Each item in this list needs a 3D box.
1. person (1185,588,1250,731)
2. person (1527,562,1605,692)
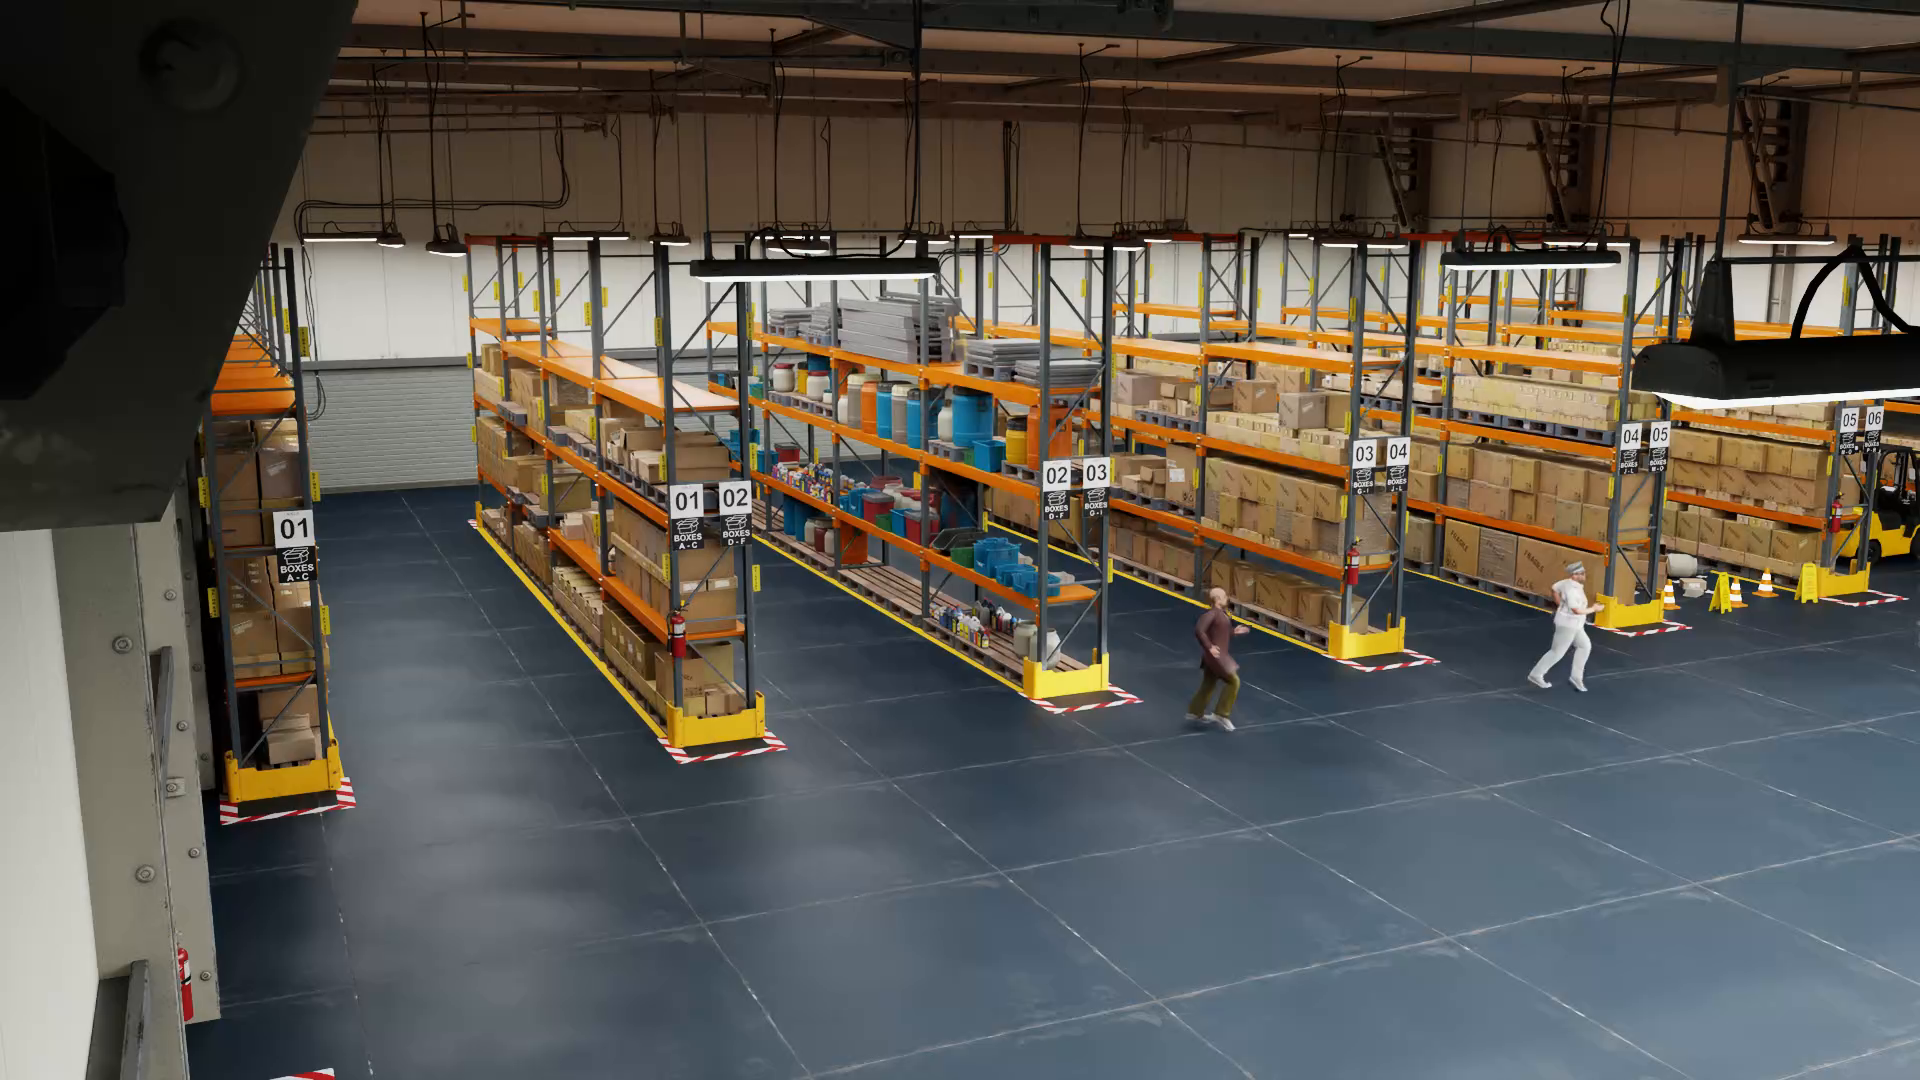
[{"bbox_3d":[3.225,1.497,20.808,0.779,1.831,0.695,1,11,7],"label":"person"},{"bbox_3d":[8.188,1.180,22.459,0.917,1.848,0.675,3,12,17],"label":"person"}]
